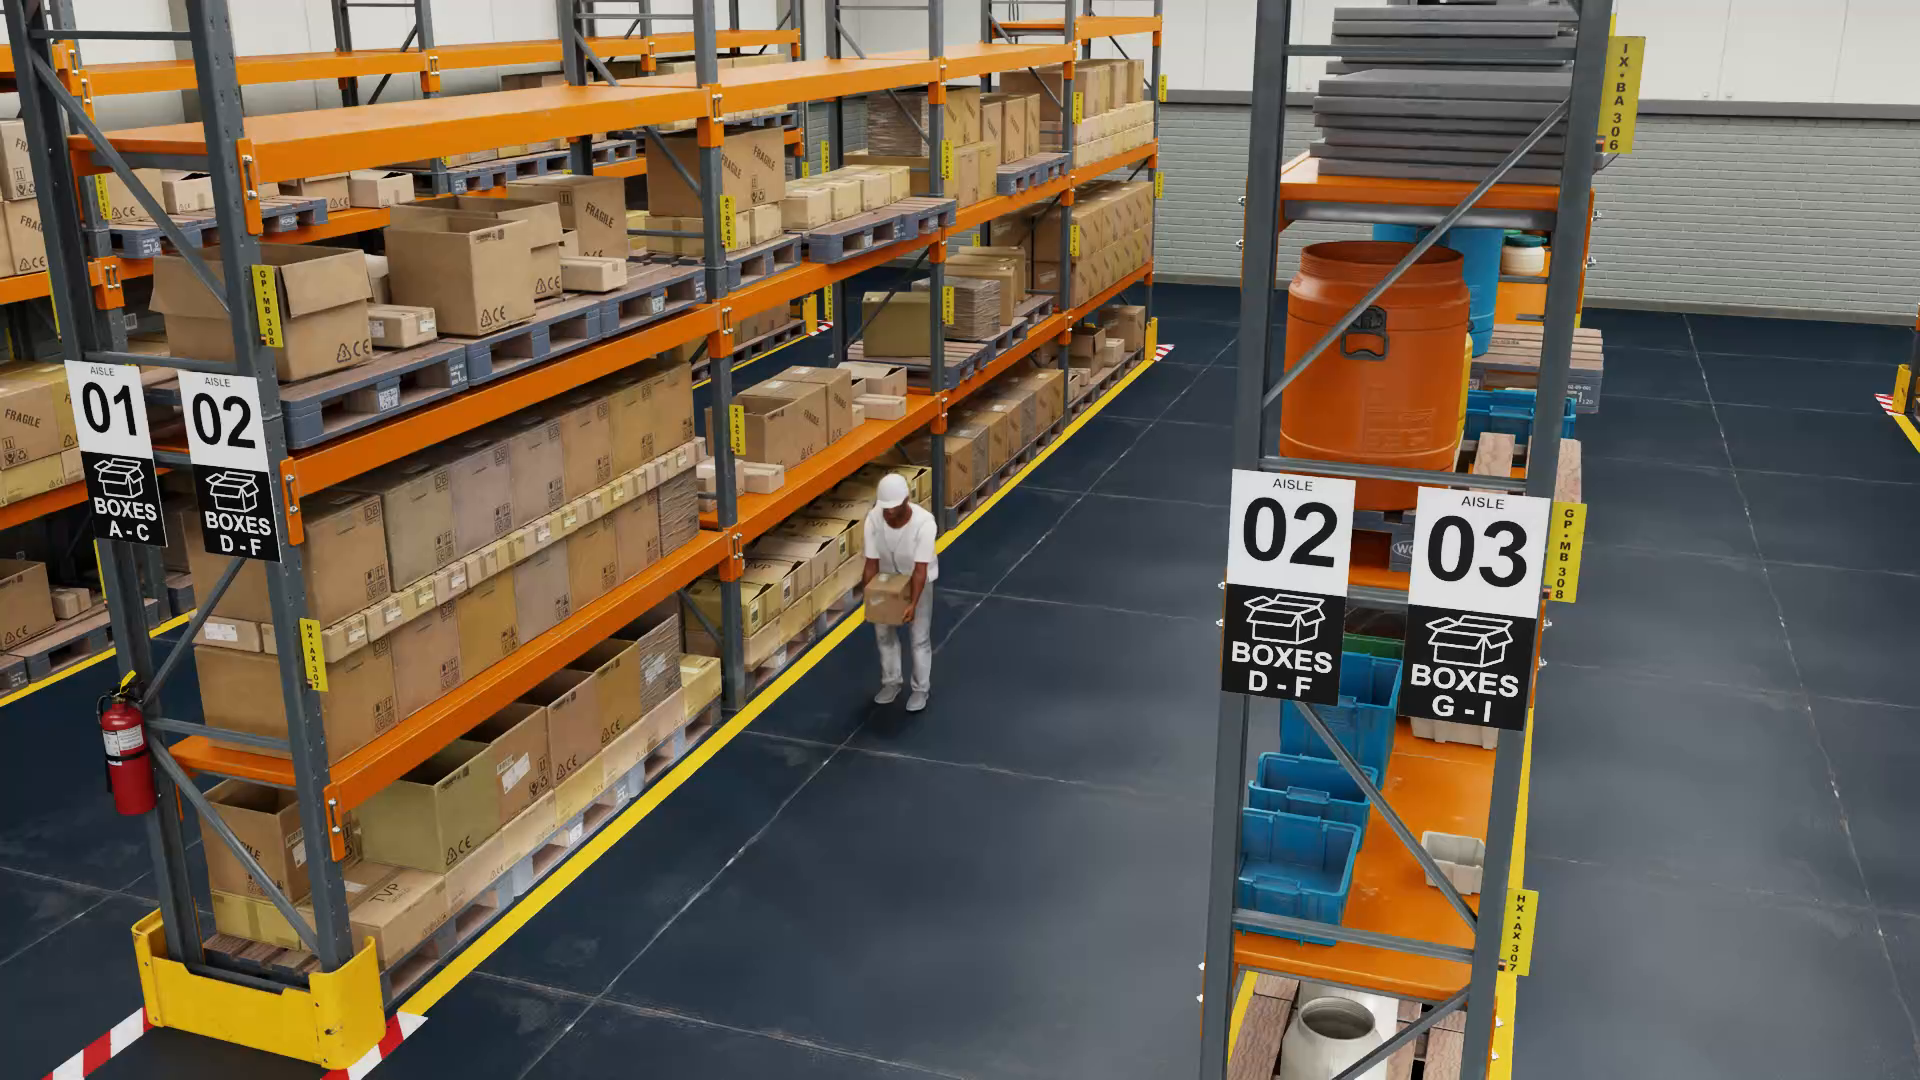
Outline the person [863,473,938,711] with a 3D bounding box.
[{"bbox_3d":[-0.390,0.331,11.150,0.488,1.693,0.637,6,19,17],"label":"person"}]
